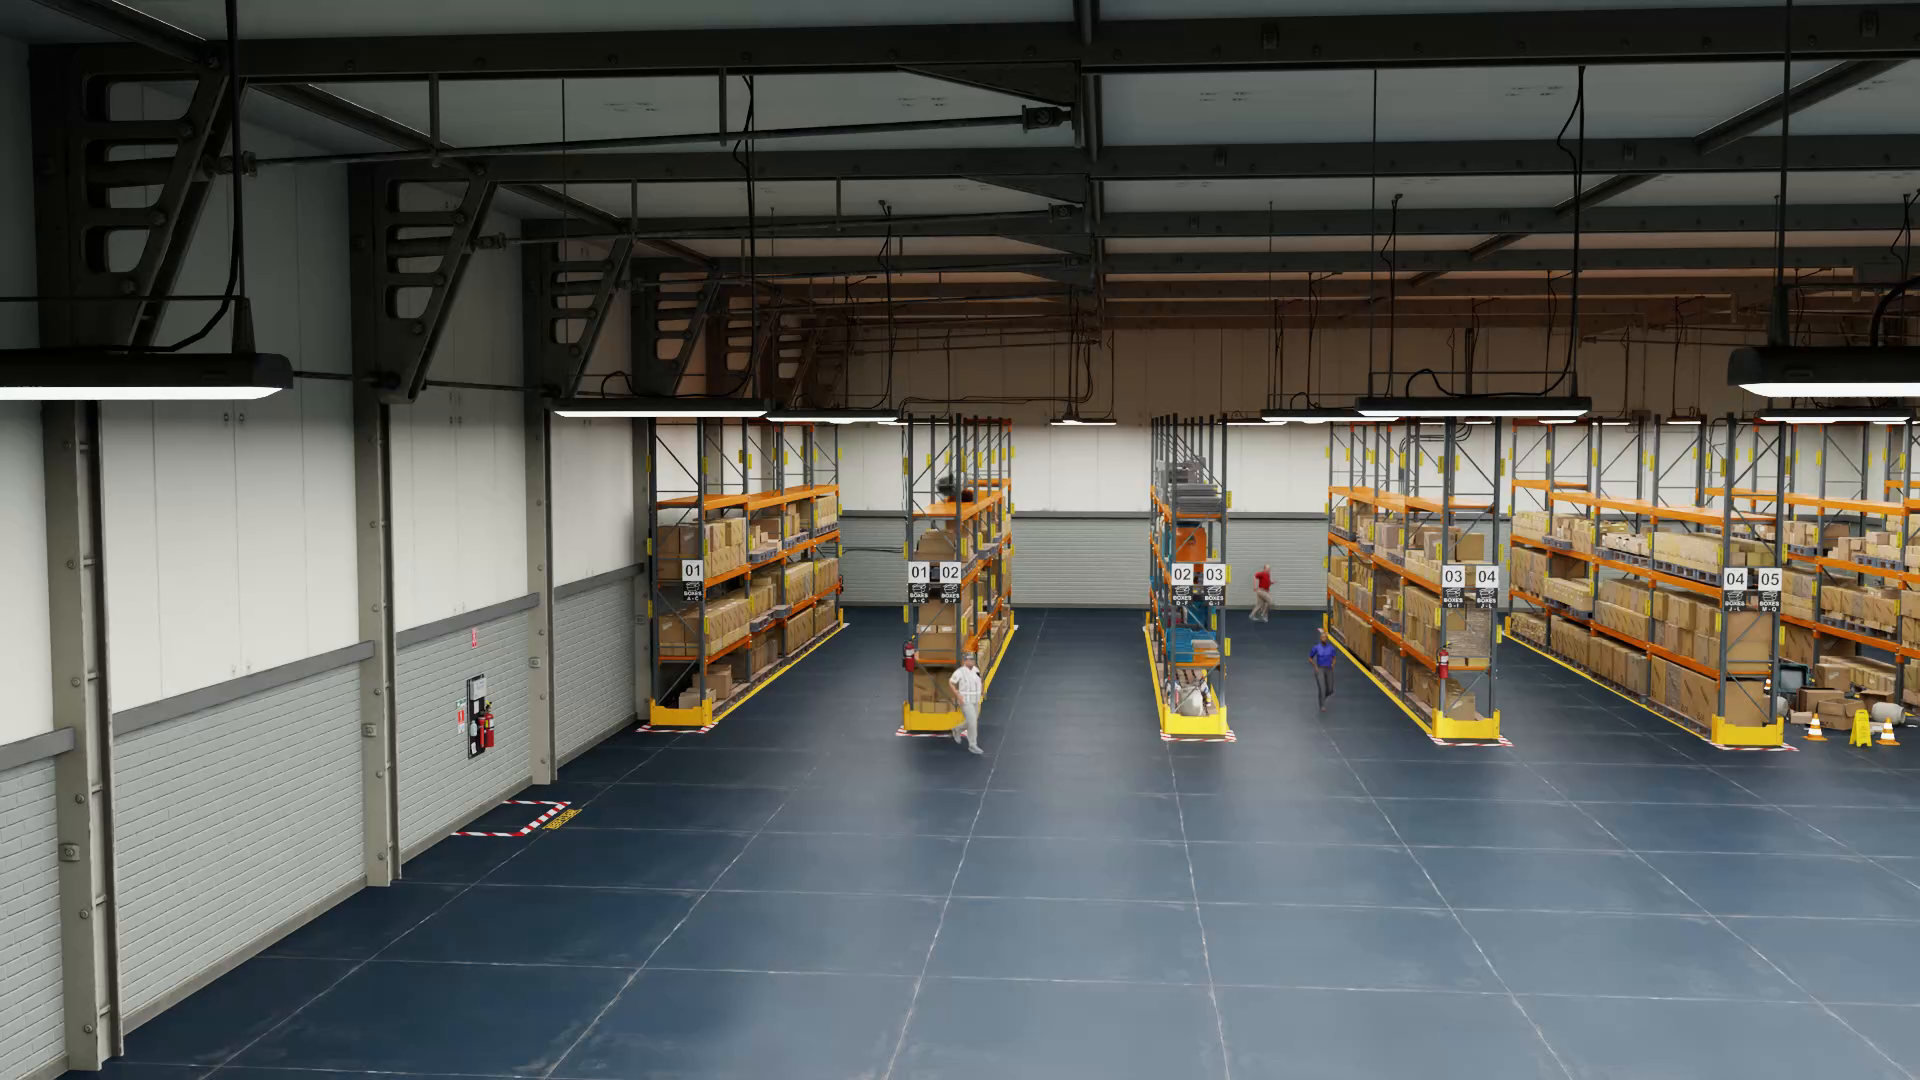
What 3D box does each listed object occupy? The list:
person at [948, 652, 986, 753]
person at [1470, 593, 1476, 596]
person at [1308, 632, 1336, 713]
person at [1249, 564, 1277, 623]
[{"bbox_3d":[0.120,2.861,29.595,0.859,1.786,0.683,4,5,43],"label":"person"},{"bbox_3d":[14.332,1.696,46.614,0.984,1.747,0.743,-2,4,-31],"label":"person"},{"bbox_3d":[7.325,2.658,33.594,0.576,1.604,0.612,0,4,-3],"label":"person"},{"bbox_3d":[8.908,1.586,48.910,0.847,1.747,0.690,2,4,26],"label":"person"}]
